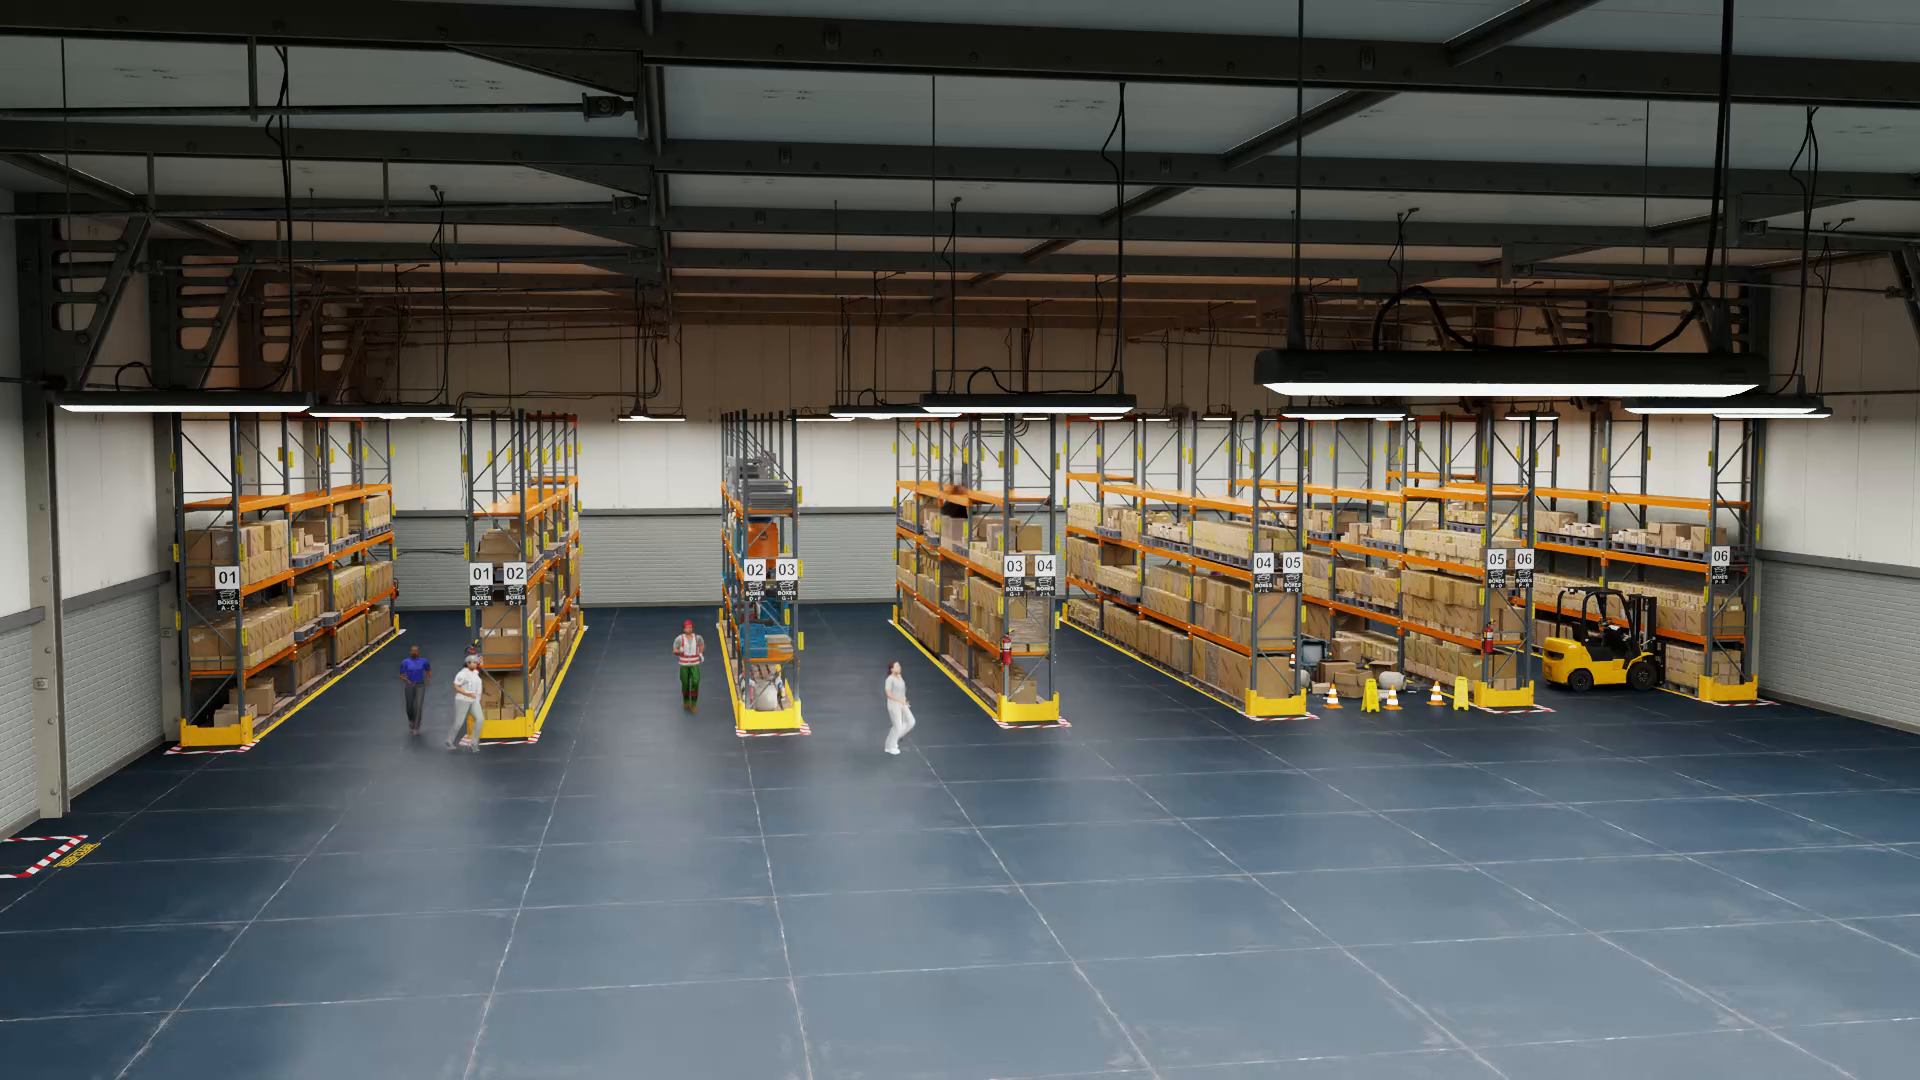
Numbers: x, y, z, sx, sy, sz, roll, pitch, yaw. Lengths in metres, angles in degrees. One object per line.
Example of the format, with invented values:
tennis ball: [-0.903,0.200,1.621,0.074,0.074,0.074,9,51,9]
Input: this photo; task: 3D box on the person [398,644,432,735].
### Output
person: [-10.090,2.756,30.814,0.604,1.622,0.765,-1,4,-17]

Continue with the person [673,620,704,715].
person: [-5.381,2.510,33.036,0.632,1.832,0.765,-1,4,-13]

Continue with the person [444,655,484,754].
person: [-8.598,2.868,29.144,0.704,1.695,0.674,3,5,33]

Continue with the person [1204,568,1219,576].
person: [7.573,1.337,50.627,0.601,1.704,0.716,0,4,-4]

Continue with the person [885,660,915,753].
person: [-1.073,2.894,28.893,0.528,1.628,0.577,2,4,27]
